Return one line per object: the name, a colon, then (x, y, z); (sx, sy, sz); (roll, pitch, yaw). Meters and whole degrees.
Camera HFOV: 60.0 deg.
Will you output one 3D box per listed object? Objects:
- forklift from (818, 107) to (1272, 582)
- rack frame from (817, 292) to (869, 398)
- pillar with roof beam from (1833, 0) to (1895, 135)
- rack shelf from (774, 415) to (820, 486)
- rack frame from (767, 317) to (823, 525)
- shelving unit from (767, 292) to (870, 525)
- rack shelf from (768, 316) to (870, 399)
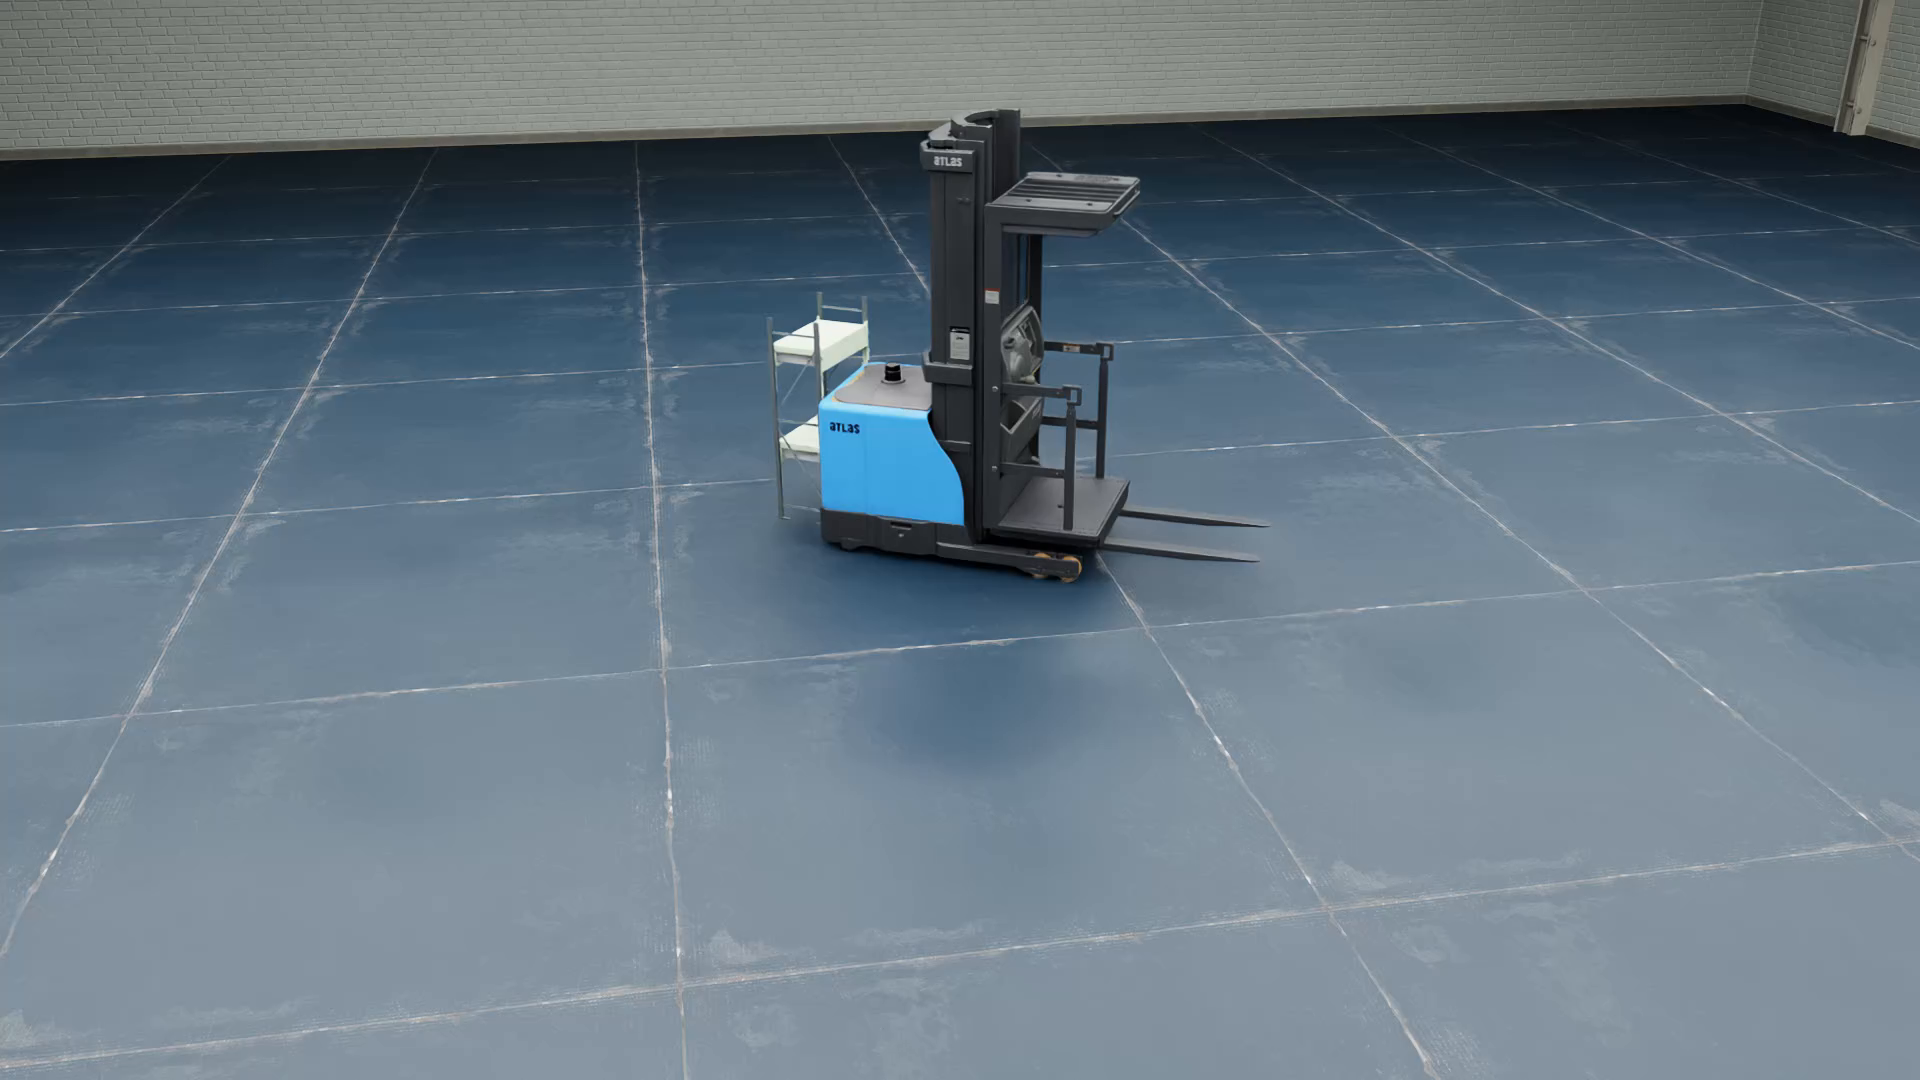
forklift: (0.603, -1.302, 11.070); (3.031, 2.935, 1.130); (7, 25, 15)
rack frame: (-0.848, -1.091, 12.365); (0.400, 1.500, 0.023); (9, 25, 22)
pillar with roof beam: (10.072, -10.350, 24.204); (9.100, 9.000, 0.400); (-4, 24, -10)
rack shelf: (-0.991, -0.658, 12.187); (0.431, 0.370, 0.720); (9, 25, 22)
rack frame: (-1.143, -0.823, 11.752); (0.400, 1.500, 0.023); (9, 25, 22)
shelving unit: (-0.996, -0.957, 12.059); (0.431, 1.500, 0.755); (9, 25, 22)
rack shelf: (-1.001, -1.316, 11.905); (0.431, 0.370, 0.720); (9, 25, 22)
